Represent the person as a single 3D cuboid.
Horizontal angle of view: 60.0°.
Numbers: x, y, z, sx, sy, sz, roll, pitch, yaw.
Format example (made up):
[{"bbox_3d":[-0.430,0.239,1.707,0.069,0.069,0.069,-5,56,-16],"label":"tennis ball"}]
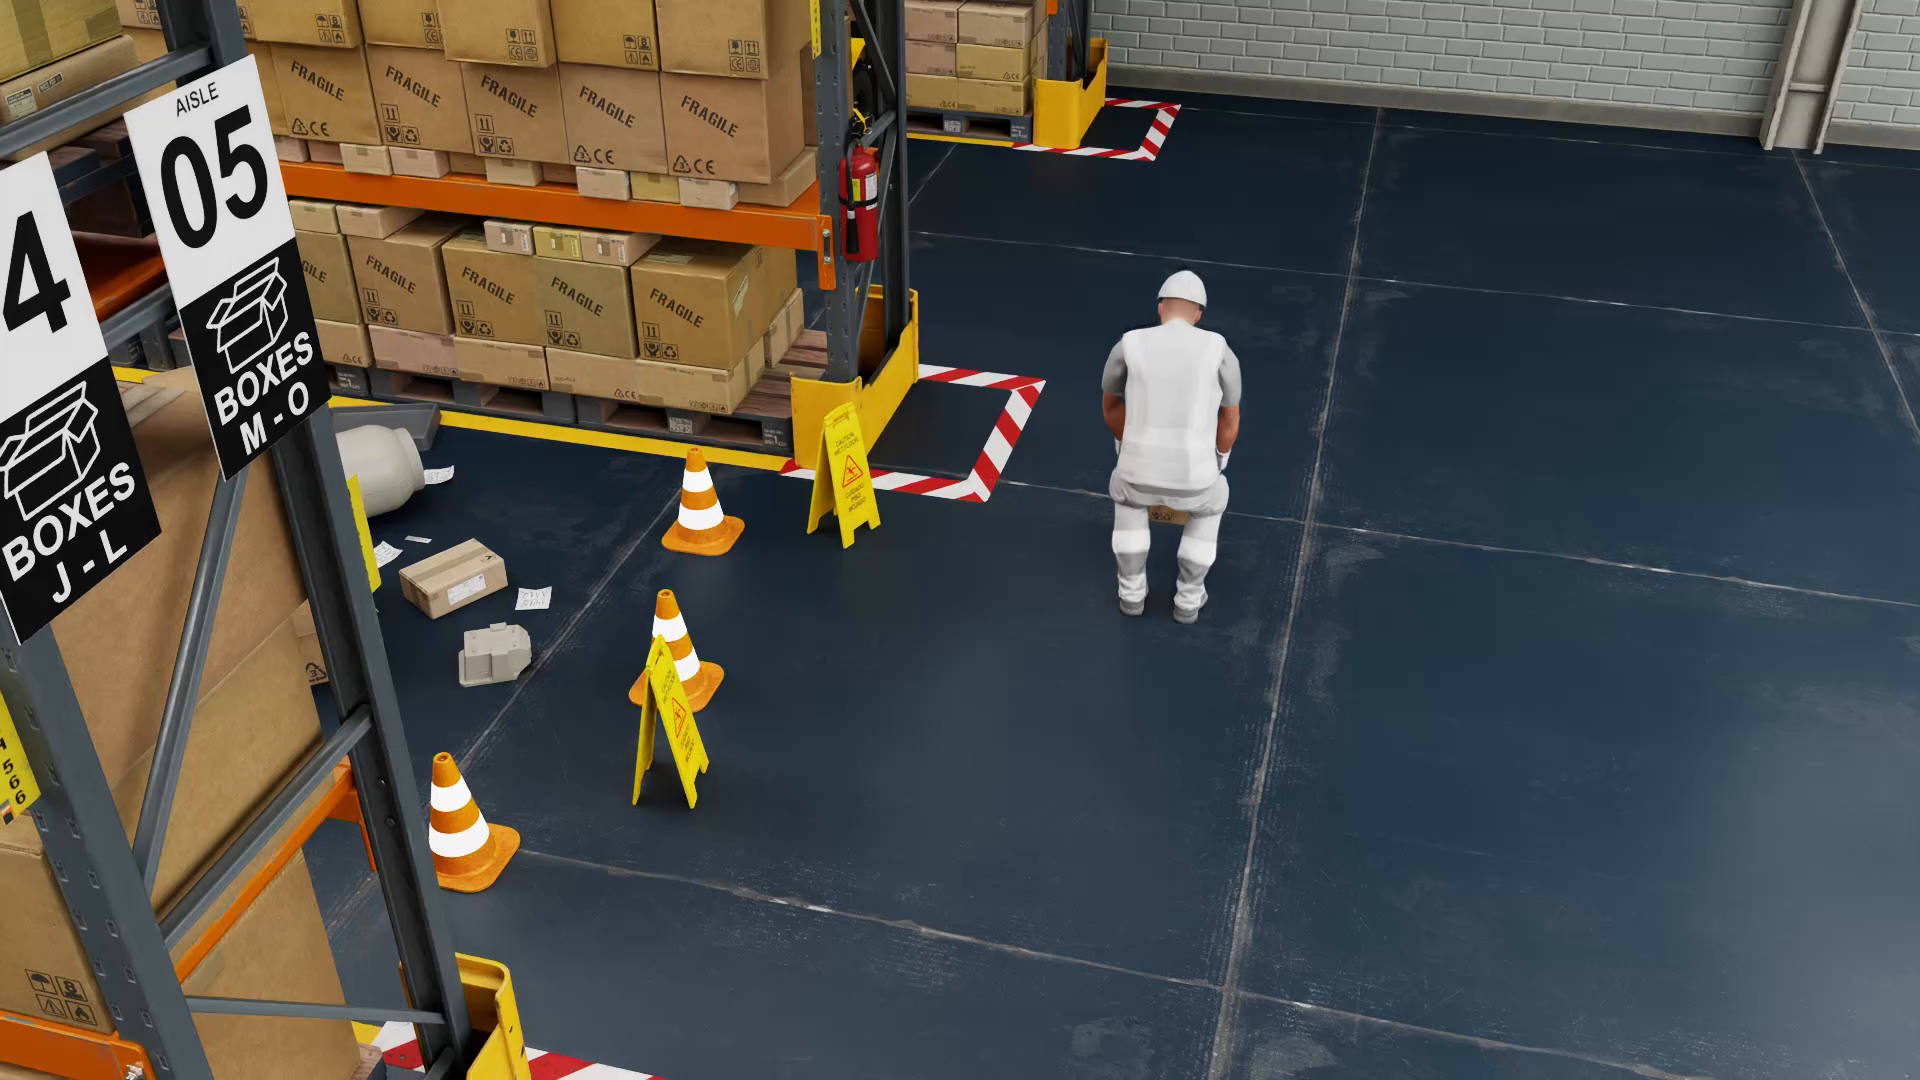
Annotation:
[{"bbox_3d":[0.863,-0.366,7.012,0.583,1.443,0.749,8,33,13],"label":"person"}]
